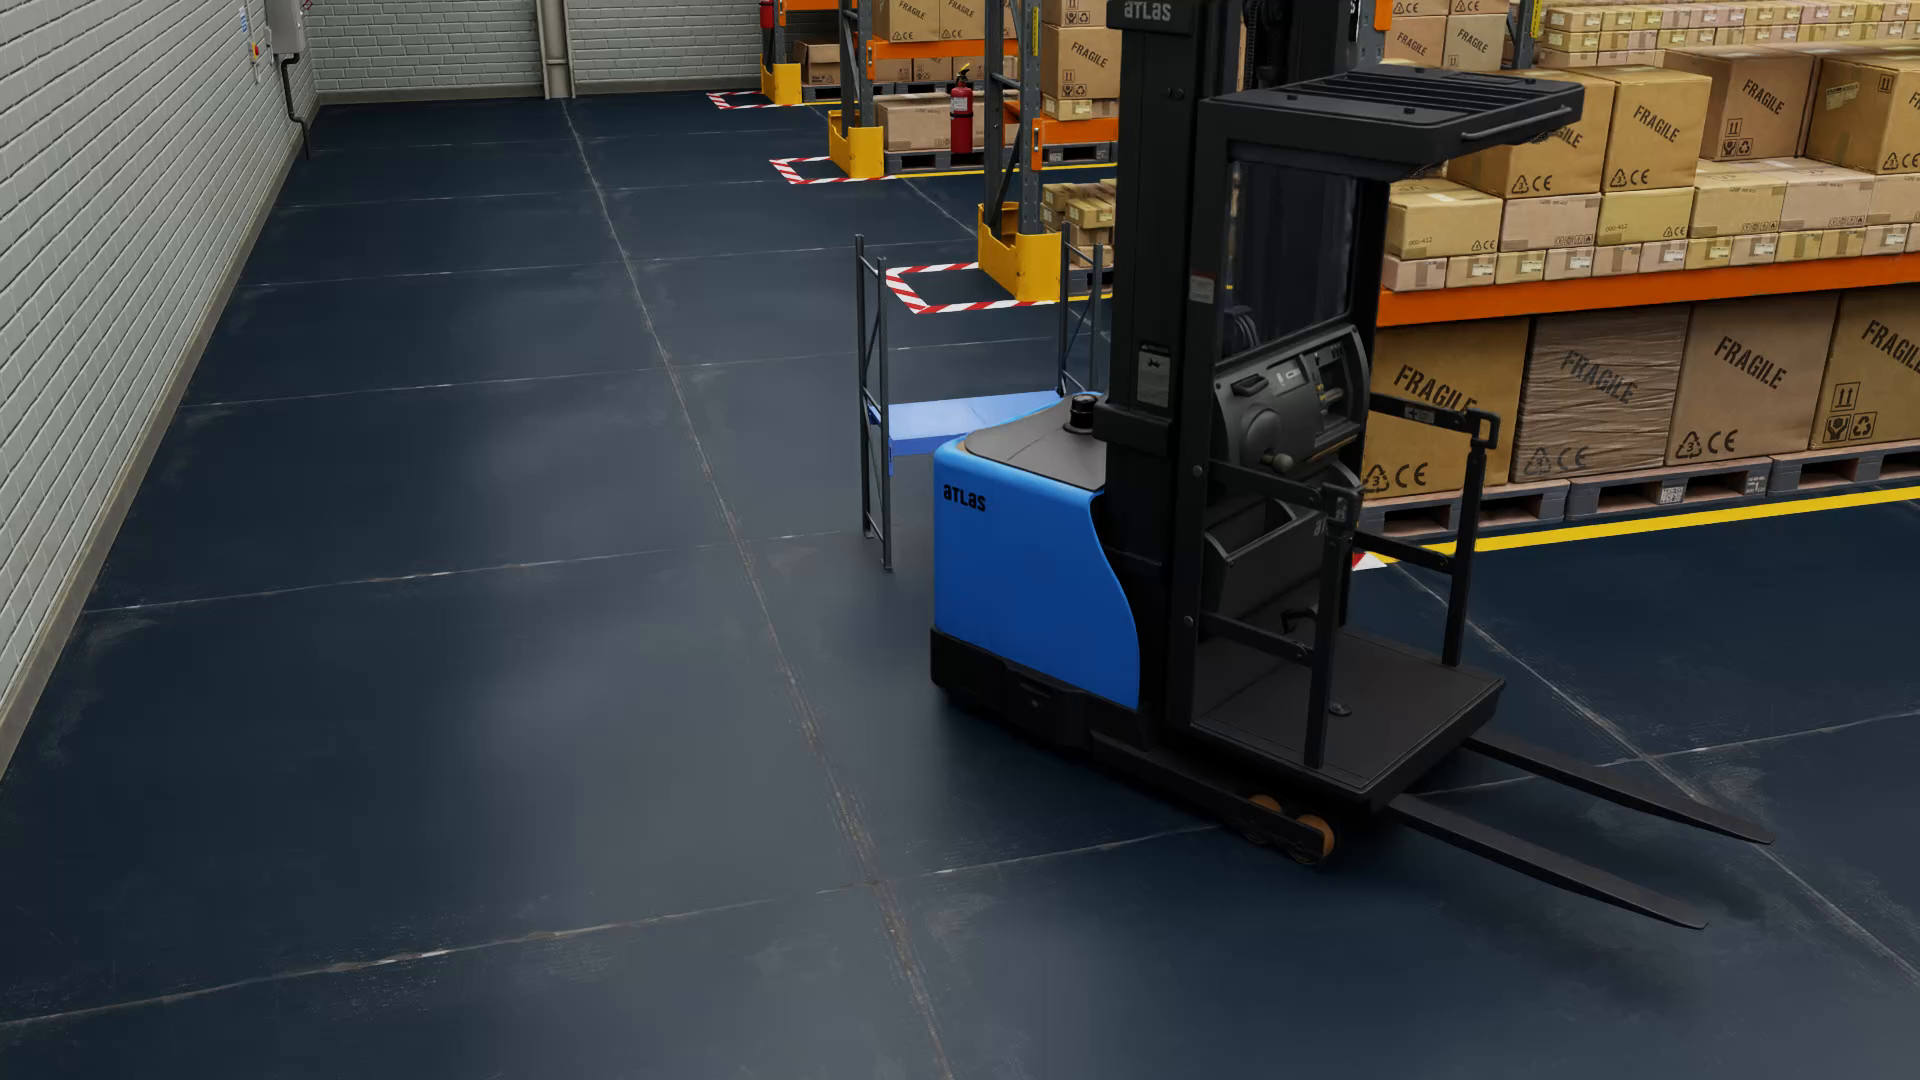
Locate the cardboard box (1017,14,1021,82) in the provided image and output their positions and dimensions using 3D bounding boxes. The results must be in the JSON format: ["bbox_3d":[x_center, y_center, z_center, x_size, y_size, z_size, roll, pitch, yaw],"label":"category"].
[{"bbox_3d":[0.743,-3.703,12.572,0.500,0.500,0.500,-6,24,-13],"label":"cardboard box"}]

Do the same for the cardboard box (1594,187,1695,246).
[{"bbox_3d":[3.141,-1.607,8.005,0.500,0.250,0.500,-7,24,-16],"label":"cardboard box"}]

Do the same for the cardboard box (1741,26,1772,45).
[{"bbox_3d":[6.240,-4.050,13.293,0.250,0.149,0.380,-7,24,-15],"label":"cardboard box"}]

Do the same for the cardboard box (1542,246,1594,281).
[{"bbox_3d":[2.797,-1.362,7.938,0.250,0.149,0.380,-7,24,-15],"label":"cardboard box"}]

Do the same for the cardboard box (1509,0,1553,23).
[{"bbox_3d":[4.565,-4.269,13.426,0.250,0.149,0.380,-5,24,-12],"label":"cardboard box"}]

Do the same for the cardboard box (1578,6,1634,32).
[{"bbox_3d":[5.002,-4.051,12.919,0.250,0.149,0.380,-6,24,-13],"label":"cardboard box"}]

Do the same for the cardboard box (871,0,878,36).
[{"bbox_3d":[-0.661,-5.441,17.000,0.500,0.500,0.500,-6,24,-14],"label":"cardboard box"}]

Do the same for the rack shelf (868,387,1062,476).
[{"bbox_3d":[0.082,-0.533,8.046,1.000,0.185,0.538,-6,24,-14],"label":"rack shelf"}]

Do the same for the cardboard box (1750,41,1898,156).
[{"bbox_3d":[4.468,-2.316,8.706,0.500,0.500,0.500,-6,24,-14],"label":"cardboard box"}]

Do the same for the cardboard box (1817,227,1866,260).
[{"bbox_3d":[4.278,-1.525,8.319,0.250,0.149,0.380,-6,24,-13],"label":"cardboard box"}]

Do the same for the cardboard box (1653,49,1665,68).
[{"bbox_3d":[5.484,-3.829,13.156,0.250,0.149,0.380,-6,24,-14],"label":"cardboard box"}]

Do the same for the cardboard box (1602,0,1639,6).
[{"bbox_3d":[5.326,-4.353,13.621,0.250,0.149,0.380,-6,24,-15],"label":"cardboard box"}]

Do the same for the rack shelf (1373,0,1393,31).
[{"bbox_3d":[3.548,-2.742,7.945,4.000,0.370,1.077,-6,24,-14],"label":"rack shelf"}]

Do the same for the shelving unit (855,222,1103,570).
[{"bbox_3d":[0.082,-0.698,7.975,1.048,1.500,0.538,-6,24,-14],"label":"shelving unit"}]

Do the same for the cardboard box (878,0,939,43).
[{"bbox_3d":[-0.515,-5.232,16.512,0.500,0.500,0.500,-7,24,-15],"label":"cardboard box"}]

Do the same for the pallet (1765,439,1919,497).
[{"bbox_3d":[4.721,-0.574,9.321,1.213,0.211,1.003,-6,24,-14],"label":"pallet"}]

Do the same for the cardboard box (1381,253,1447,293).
[{"bbox_3d":[2.054,-1.278,7.743,0.250,0.149,0.380,-6,24,-14],"label":"cardboard box"}]

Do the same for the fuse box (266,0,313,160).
[{"bbox_3d":[-6.904,-4.855,17.395,0.414,1.711,0.539,-6,24,-14],"label":"fuse box"}]

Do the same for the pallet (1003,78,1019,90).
[{"bbox_3d":[0.791,-6.199,22.430,1.213,0.211,1.003,-6,24,-14],"label":"pallet"}]

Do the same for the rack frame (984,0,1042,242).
[{"bbox_3d":[0.380,-3.375,12.311,0.127,3.000,1.000,-6,24,-14],"label":"rack frame"}]

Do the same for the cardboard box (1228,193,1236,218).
[{"bbox_3d":[1.973,-2.595,12.822,0.250,0.149,0.380,-5,24,-12],"label":"cardboard box"}]

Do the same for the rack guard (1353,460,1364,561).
[{"bbox_3d":[1.600,-0.330,8.385,0.348,0.500,1.175,-6,24,-14],"label":"rack guard"}]

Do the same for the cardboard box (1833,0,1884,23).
[{"bbox_3d":[7.240,-4.298,13.494,0.250,0.149,0.380,-6,24,-13],"label":"cardboard box"}]

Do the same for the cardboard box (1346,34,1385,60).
[{"bbox_3d":[2.863,-3.717,12.606,0.500,0.500,0.500,-6,24,-15],"label":"cardboard box"}]

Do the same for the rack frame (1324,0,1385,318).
[{"bbox_3d":[1.623,-1.481,7.898,0.127,3.000,1.000,-6,24,-14],"label":"rack frame"}]

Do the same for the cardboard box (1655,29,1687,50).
[{"bbox_3d":[5.483,-3.966,13.099,0.250,0.149,0.380,-7,24,-17],"label":"cardboard box"}]

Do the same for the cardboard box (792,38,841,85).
[{"bbox_3d":[-1.784,-6.203,21.535,0.637,0.503,0.797,-7,24,-16],"label":"cardboard box"}]

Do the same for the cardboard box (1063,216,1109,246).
[{"bbox_3d":[0.954,-2.353,12.635,0.250,0.149,0.380,-5,24,-12],"label":"cardboard box"}]

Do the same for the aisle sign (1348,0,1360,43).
[{"bbox_3d":[1.634,-2.554,7.102,0.004,0.787,0.394,-6,24,-14],"label":"aisle sign"}]

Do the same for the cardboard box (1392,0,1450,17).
[{"bbox_3d":[3.356,-4.233,12.540,0.500,0.500,0.500,-7,24,-16],"label":"cardboard box"}]

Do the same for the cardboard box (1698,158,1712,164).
[{"bbox_3d":[3.497,-1.866,8.609,0.500,0.250,0.500,-6,24,-14],"label":"cardboard box"}]

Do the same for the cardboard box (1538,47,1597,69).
[{"bbox_3d":[4.735,-3.746,12.962,0.250,0.149,0.380,-7,24,-17],"label":"cardboard box"}]

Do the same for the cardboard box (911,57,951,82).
[{"bbox_3d":[-0.415,-6.296,21.756,0.500,0.500,0.500,-6,24,-13],"label":"cardboard box"}]

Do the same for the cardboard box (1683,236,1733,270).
[{"bbox_3d":[3.534,-1.442,8.126,0.250,0.149,0.380,-7,24,-16],"label":"cardboard box"}]

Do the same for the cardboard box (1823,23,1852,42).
[{"bbox_3d":[6.980,-4.131,13.483,0.250,0.149,0.380,-6,24,-14],"label":"cardboard box"}]

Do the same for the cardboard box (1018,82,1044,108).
[{"bbox_3d":[0.618,-3.402,12.692,0.250,0.149,0.380,-6,24,-14],"label":"cardboard box"}]

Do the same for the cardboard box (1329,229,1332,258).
[{"bbox_3d":[1.877,-1.529,8.327,0.250,0.149,0.380,-6,24,-13],"label":"cardboard box"}]

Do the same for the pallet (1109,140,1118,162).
[{"bbox_3d":[2.044,-4.337,18.089,1.213,0.211,1.003,-6,24,-14],"label":"pallet"}]

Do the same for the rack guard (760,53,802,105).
[{"bbox_3d":[-2.325,-5.987,21.569,0.348,0.500,1.175,-6,24,-14],"label":"rack guard"}]

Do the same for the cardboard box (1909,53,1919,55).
[{"bbox_3d":[5.104,-2.169,8.363,0.500,0.500,0.500,-6,24,-13],"label":"cardboard box"}]

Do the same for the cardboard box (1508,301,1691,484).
[{"bbox_3d":[3.093,-0.893,8.689,0.875,0.875,0.875,-6,24,-14],"label":"cardboard box"}]

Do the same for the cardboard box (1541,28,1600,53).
[{"bbox_3d":[4.735,-3.883,12.903,0.250,0.149,0.380,-6,24,-14],"label":"cardboard box"}]

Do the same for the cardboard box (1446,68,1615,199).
[{"bbox_3d":[2.639,-1.895,7.725,0.500,0.500,0.500,-7,24,-16],"label":"cardboard box"}]

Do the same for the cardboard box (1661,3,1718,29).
[{"bbox_3d":[5.737,-4.131,13.104,0.250,0.149,0.380,-7,24,-15],"label":"cardboard box"}]

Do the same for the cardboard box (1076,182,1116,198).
[{"bbox_3d":[1.079,-2.689,13.041,0.250,0.149,0.380,-6,24,-13],"label":"cardboard box"}]

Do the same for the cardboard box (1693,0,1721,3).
[{"bbox_3d":[6.079,-4.437,13.817,0.250,0.149,0.380,-7,24,-15],"label":"cardboard box"}]

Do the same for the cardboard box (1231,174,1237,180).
[{"bbox_3d":[2.332,-2.842,13.399,0.250,0.149,0.380,-6,24,-14],"label":"cardboard box"}]

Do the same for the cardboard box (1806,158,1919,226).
[{"bbox_3d":[4.622,-1.772,8.389,0.500,0.250,0.500,-6,24,-13],"label":"cardboard box"}]

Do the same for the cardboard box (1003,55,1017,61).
[{"bbox_3d":[0.753,-6.530,22.543,0.500,0.311,0.500,-5,24,-12],"label":"cardboard box"}]

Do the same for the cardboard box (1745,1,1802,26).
[{"bbox_3d":[6.489,-4.215,13.300,0.250,0.149,0.380,-5,24,-12],"label":"cardboard box"}]

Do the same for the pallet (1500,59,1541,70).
[{"bbox_3d":[5.007,-3.739,13.403,1.213,0.211,1.003,-6,24,-14],"label":"pallet"}]

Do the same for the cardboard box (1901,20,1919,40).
[{"bbox_3d":[7.730,-4.216,13.680,0.250,0.149,0.380,-6,24,-13],"label":"cardboard box"}]

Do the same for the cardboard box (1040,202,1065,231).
[{"bbox_3d":[0.811,-2.559,13.116,0.250,0.149,0.380,-7,24,-16],"label":"cardboard box"}]

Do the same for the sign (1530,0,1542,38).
[{"bbox_3d":[4.385,-3.994,12.655,0.005,0.325,0.100,-6,24,-14],"label":"sign"}]

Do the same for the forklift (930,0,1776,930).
[{"bbox_3d":[1.315,-0.474,5.638,3.031,2.935,1.130,19,30,38],"label":"forklift"}]

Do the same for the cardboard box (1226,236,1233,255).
[{"bbox_3d":[1.934,-2.329,12.957,0.250,0.149,0.380,-6,24,-14],"label":"cardboard box"}]
